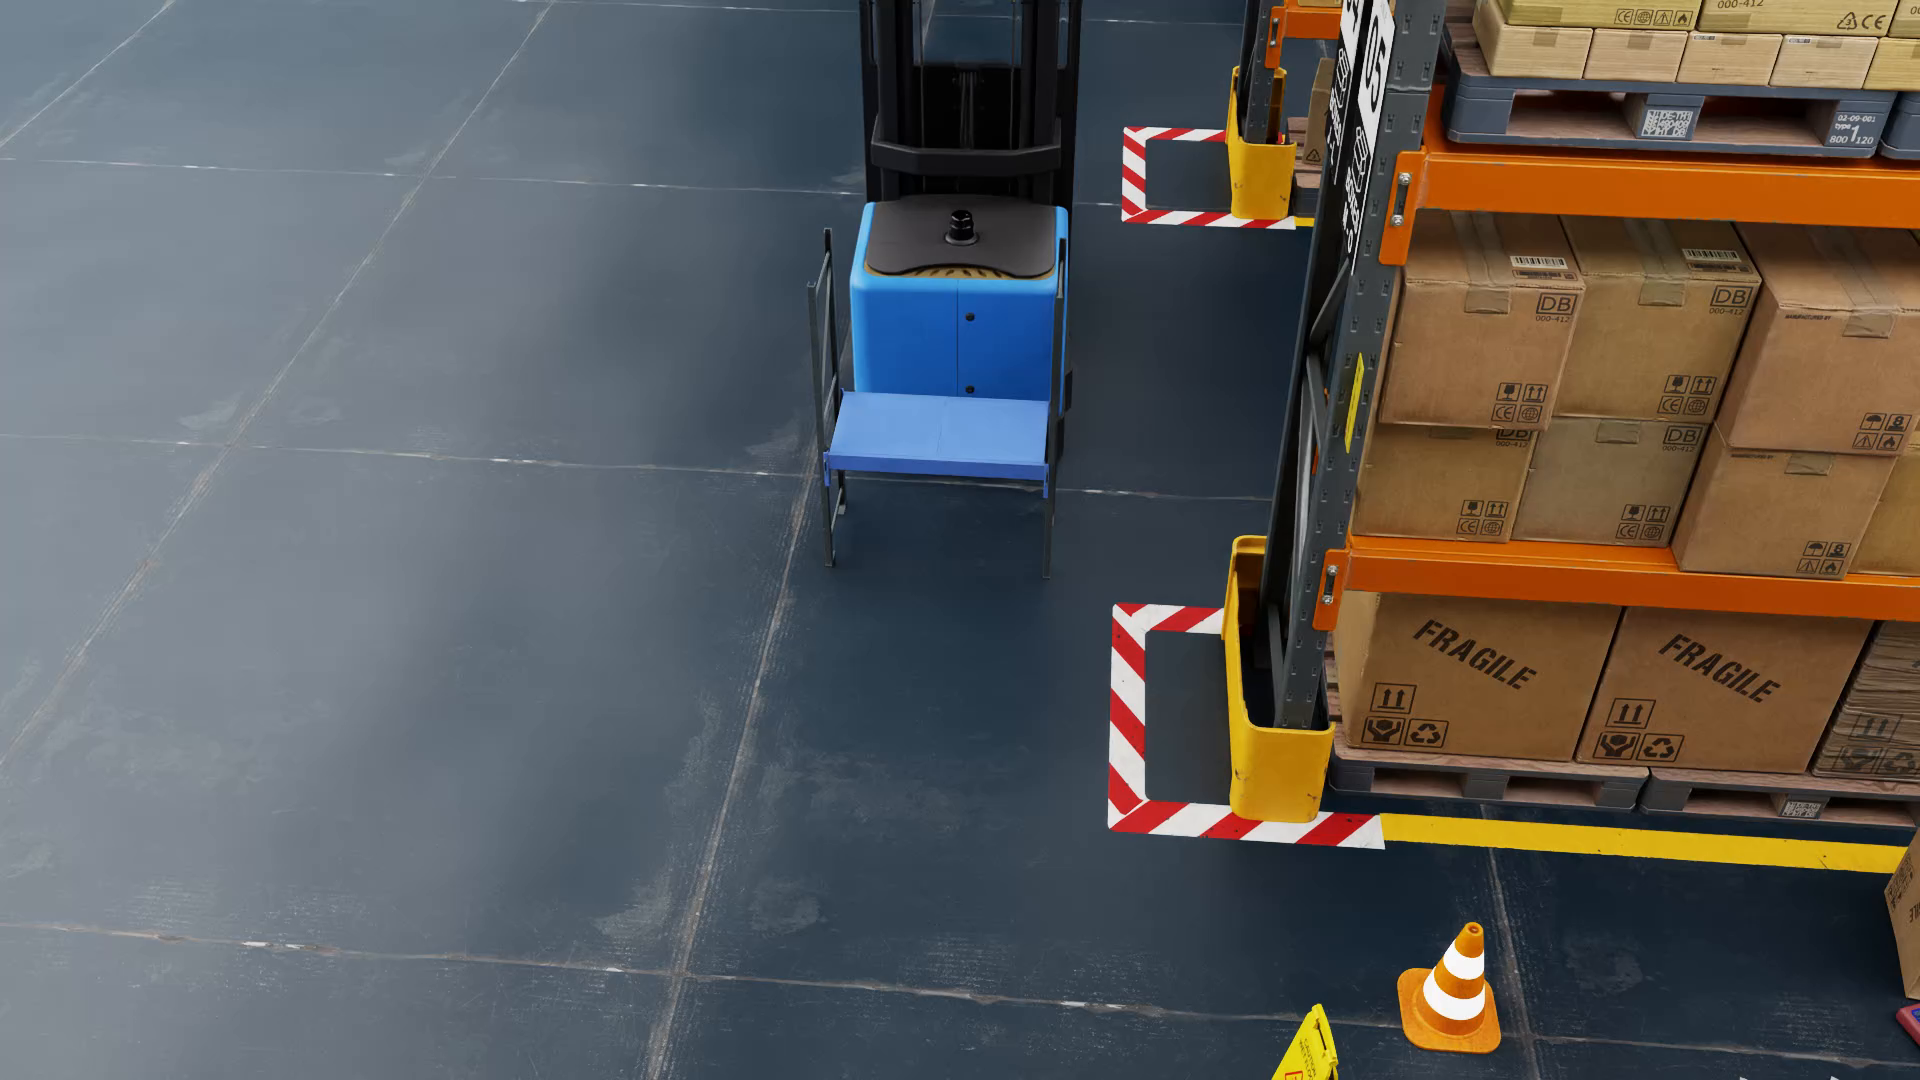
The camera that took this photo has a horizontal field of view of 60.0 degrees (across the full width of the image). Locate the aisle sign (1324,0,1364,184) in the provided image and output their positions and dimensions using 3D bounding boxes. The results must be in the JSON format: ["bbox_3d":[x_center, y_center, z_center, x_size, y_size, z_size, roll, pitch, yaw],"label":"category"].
[{"bbox_3d":[1.273,-1.621,5.476,0.004,0.787,0.394,3,39,4],"label":"aisle sign"}]

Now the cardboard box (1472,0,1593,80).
[{"bbox_3d":[1.631,-1.467,4.758,0.250,0.149,0.380,3,39,4],"label":"cardboard box"}]

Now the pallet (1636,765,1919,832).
[{"bbox_3d":[3.333,0.724,6.864,1.213,0.211,1.003,3,39,4],"label":"pallet"}]

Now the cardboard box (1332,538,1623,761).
[{"bbox_3d":[1.999,0.237,6.604,0.875,0.875,0.875,3,39,4],"label":"cardboard box"}]

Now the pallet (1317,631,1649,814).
[{"bbox_3d":[2.121,0.656,6.947,1.213,0.211,1.003,3,39,4],"label":"pallet"}]

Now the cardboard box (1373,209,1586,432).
[{"bbox_3d":[1.684,-0.852,5.617,0.550,0.550,0.875,3,39,4],"label":"cardboard box"}]

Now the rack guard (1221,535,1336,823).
[{"bbox_3d":[1.293,0.548,6.851,0.348,0.500,1.175,3,39,4],"label":"rack guard"}]

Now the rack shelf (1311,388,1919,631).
[{"bbox_3d":[3.310,-0.032,6.153,4.000,0.370,1.077,3,39,4],"label":"rack shelf"}]

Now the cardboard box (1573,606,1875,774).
[{"bbox_3d":[2.875,0.283,6.547,0.875,0.875,0.875,3,39,3],"label":"cardboard box"}]

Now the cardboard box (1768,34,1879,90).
[{"bbox_3d":[2.387,-1.426,4.708,0.250,0.149,0.380,3,39,4],"label":"cardboard box"}]

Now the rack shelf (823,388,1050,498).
[{"bbox_3d":[-0.085,-0.447,7.566,1.000,0.185,0.538,3,39,4],"label":"rack shelf"}]

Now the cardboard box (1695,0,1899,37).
[{"bbox_3d":[2.282,-1.627,4.639,0.500,0.250,0.500,3,39,3],"label":"cardboard box"}]

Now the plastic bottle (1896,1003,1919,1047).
[{"bbox_3d":[3.386,1.735,5.741,0.133,0.061,0.283,-10,40,-12],"label":"plastic bottle"}]

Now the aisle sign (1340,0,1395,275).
[{"bbox_3d":[1.221,-1.243,5.012,0.004,0.787,0.394,3,39,4],"label":"aisle sign"}]

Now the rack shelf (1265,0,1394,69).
[{"bbox_3d":[3.839,-3.146,9.979,4.000,0.370,1.077,3,39,4],"label":"rack shelf"}]

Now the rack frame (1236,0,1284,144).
[{"bbox_3d":[1.846,-3.534,9.886,0.127,3.000,1.000,3,39,4],"label":"rack frame"}]

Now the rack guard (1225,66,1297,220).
[{"bbox_3d":[1.922,-2.560,10.670,0.348,0.500,1.175,3,39,4],"label":"rack guard"}]

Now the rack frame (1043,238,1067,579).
[{"bbox_3d":[0.421,-0.559,7.419,0.032,1.500,0.500,3,39,4],"label":"rack frame"}]

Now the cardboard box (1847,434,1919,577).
[{"bbox_3d":[3.319,-0.358,5.865,0.500,0.550,0.875,3,39,4],"label":"cardboard box"}]

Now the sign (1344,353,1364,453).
[{"bbox_3d":[1.264,-0.438,5.333,0.005,0.325,0.100,3,39,4],"label":"sign"}]

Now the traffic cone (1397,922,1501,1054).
[{"bbox_3d":[1.724,1.486,5.728,0.334,0.463,0.336,3,39,4],"label":"traffic cone"}]

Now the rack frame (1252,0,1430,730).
[{"bbox_3d":[1.317,-0.420,6.060,0.127,3.000,1.000,3,39,4],"label":"rack frame"}]

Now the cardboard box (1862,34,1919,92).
[{"bbox_3d":[2.637,-1.412,4.690,0.250,0.149,0.380,3,39,4],"label":"cardboard box"}]

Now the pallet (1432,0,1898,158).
[{"bbox_3d":[2.057,-1.515,5.100,1.213,0.211,1.003,3,39,4],"label":"pallet"}]

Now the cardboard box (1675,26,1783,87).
[{"bbox_3d":[2.135,-1.440,4.724,0.250,0.149,0.380,3,39,4],"label":"cardboard box"}]

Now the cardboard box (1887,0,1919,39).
[{"bbox_3d":[2.785,-1.600,4.606,0.500,0.250,0.500,3,39,3],"label":"cardboard box"}]

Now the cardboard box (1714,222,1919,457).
[{"bbox_3d":[2.786,-0.764,5.509,0.550,0.550,0.875,3,39,4],"label":"cardboard box"}]

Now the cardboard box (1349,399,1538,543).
[{"bbox_3d":[1.691,-0.486,6.023,0.550,0.550,0.875,3,39,4],"label":"cardboard box"}]

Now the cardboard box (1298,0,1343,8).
[{"bbox_3d":[2.109,-3.271,9.762,0.250,0.149,0.380,3,39,4],"label":"cardboard box"}]

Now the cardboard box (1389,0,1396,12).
[{"bbox_3d":[2.605,-3.222,9.702,0.250,0.149,0.380,3,39,4],"label":"cardboard box"}]

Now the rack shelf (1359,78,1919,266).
[{"bbox_3d":[3.310,-1.195,5.207,4.000,0.370,1.077,3,39,4],"label":"rack shelf"}]

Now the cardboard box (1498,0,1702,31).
[{"bbox_3d":[1.776,-1.654,4.672,0.500,0.250,0.500,3,39,4],"label":"cardboard box"}]

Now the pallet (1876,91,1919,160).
[{"bbox_3d":[3.276,-1.450,5.020,1.213,0.211,1.003,3,39,4],"label":"pallet"}]

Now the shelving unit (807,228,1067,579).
[{"bbox_3d":[-0.085,-0.586,7.453,1.048,1.500,0.538,3,39,4],"label":"shelving unit"}]

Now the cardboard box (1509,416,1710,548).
[{"bbox_3d":[2.241,-0.470,6.003,0.550,0.550,0.875,3,39,4],"label":"cardboard box"}]

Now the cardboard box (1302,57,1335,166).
[{"bbox_3d":[2.467,-2.683,10.488,0.500,0.500,0.500,10,40,12],"label":"cardboard box"}]

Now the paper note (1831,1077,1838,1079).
[{"bbox_3d":[3.012,1.859,5.629,0.123,0.001,0.032,24,45,26],"label":"paper note"}]

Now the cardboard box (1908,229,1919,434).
[{"bbox_3d":[3.325,-0.817,5.574,0.500,0.550,0.875,3,39,4],"label":"cardboard box"}]

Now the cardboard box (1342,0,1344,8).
[{"bbox_3d":[2.357,-3.245,9.730,0.250,0.149,0.380,3,39,4],"label":"cardboard box"}]

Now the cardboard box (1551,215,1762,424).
[{"bbox_3d":[2.240,-0.880,5.652,0.550,0.550,0.875,3,39,4],"label":"cardboard box"}]

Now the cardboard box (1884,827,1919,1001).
[{"bbox_3d":[3.667,1.327,5.892,0.500,0.500,0.500,10,40,12],"label":"cardboard box"}]

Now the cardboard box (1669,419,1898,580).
[{"bbox_3d":[2.788,-0.361,5.869,0.550,0.550,0.875,3,39,4],"label":"cardboard box"}]

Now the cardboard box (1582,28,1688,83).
[{"bbox_3d":[1.885,-1.454,4.741,0.250,0.149,0.380,3,39,4],"label":"cardboard box"}]

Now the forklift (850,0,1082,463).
[{"bbox_3d":[0.064,-2.428,8.582,1.130,2.935,3.031,2,39,2],"label":"forklift"}]

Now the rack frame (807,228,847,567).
[{"bbox_3d":[-0.591,-0.614,7.487,0.032,1.500,0.500,3,39,4],"label":"rack frame"}]

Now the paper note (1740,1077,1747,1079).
[{"bbox_3d":[2.692,1.883,5.584,0.142,0.017,0.144,16,42,19],"label":"paper note"}]

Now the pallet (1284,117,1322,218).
[{"bbox_3d":[2.728,-2.382,10.679,1.213,0.211,1.003,3,39,4],"label":"pallet"}]

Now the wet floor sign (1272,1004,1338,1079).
[{"bbox_3d":[1.118,1.737,5.275,0.232,0.644,0.267,-3,39,-4],"label":"wet floor sign"}]

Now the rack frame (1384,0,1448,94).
[{"bbox_3d":[1.317,-2.747,4.166,0.127,3.000,1.000,3,39,4],"label":"rack frame"}]

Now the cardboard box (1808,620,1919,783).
[{"bbox_3d":[3.784,0.334,6.484,0.875,0.875,0.875,3,39,4],"label":"cardboard box"}]
